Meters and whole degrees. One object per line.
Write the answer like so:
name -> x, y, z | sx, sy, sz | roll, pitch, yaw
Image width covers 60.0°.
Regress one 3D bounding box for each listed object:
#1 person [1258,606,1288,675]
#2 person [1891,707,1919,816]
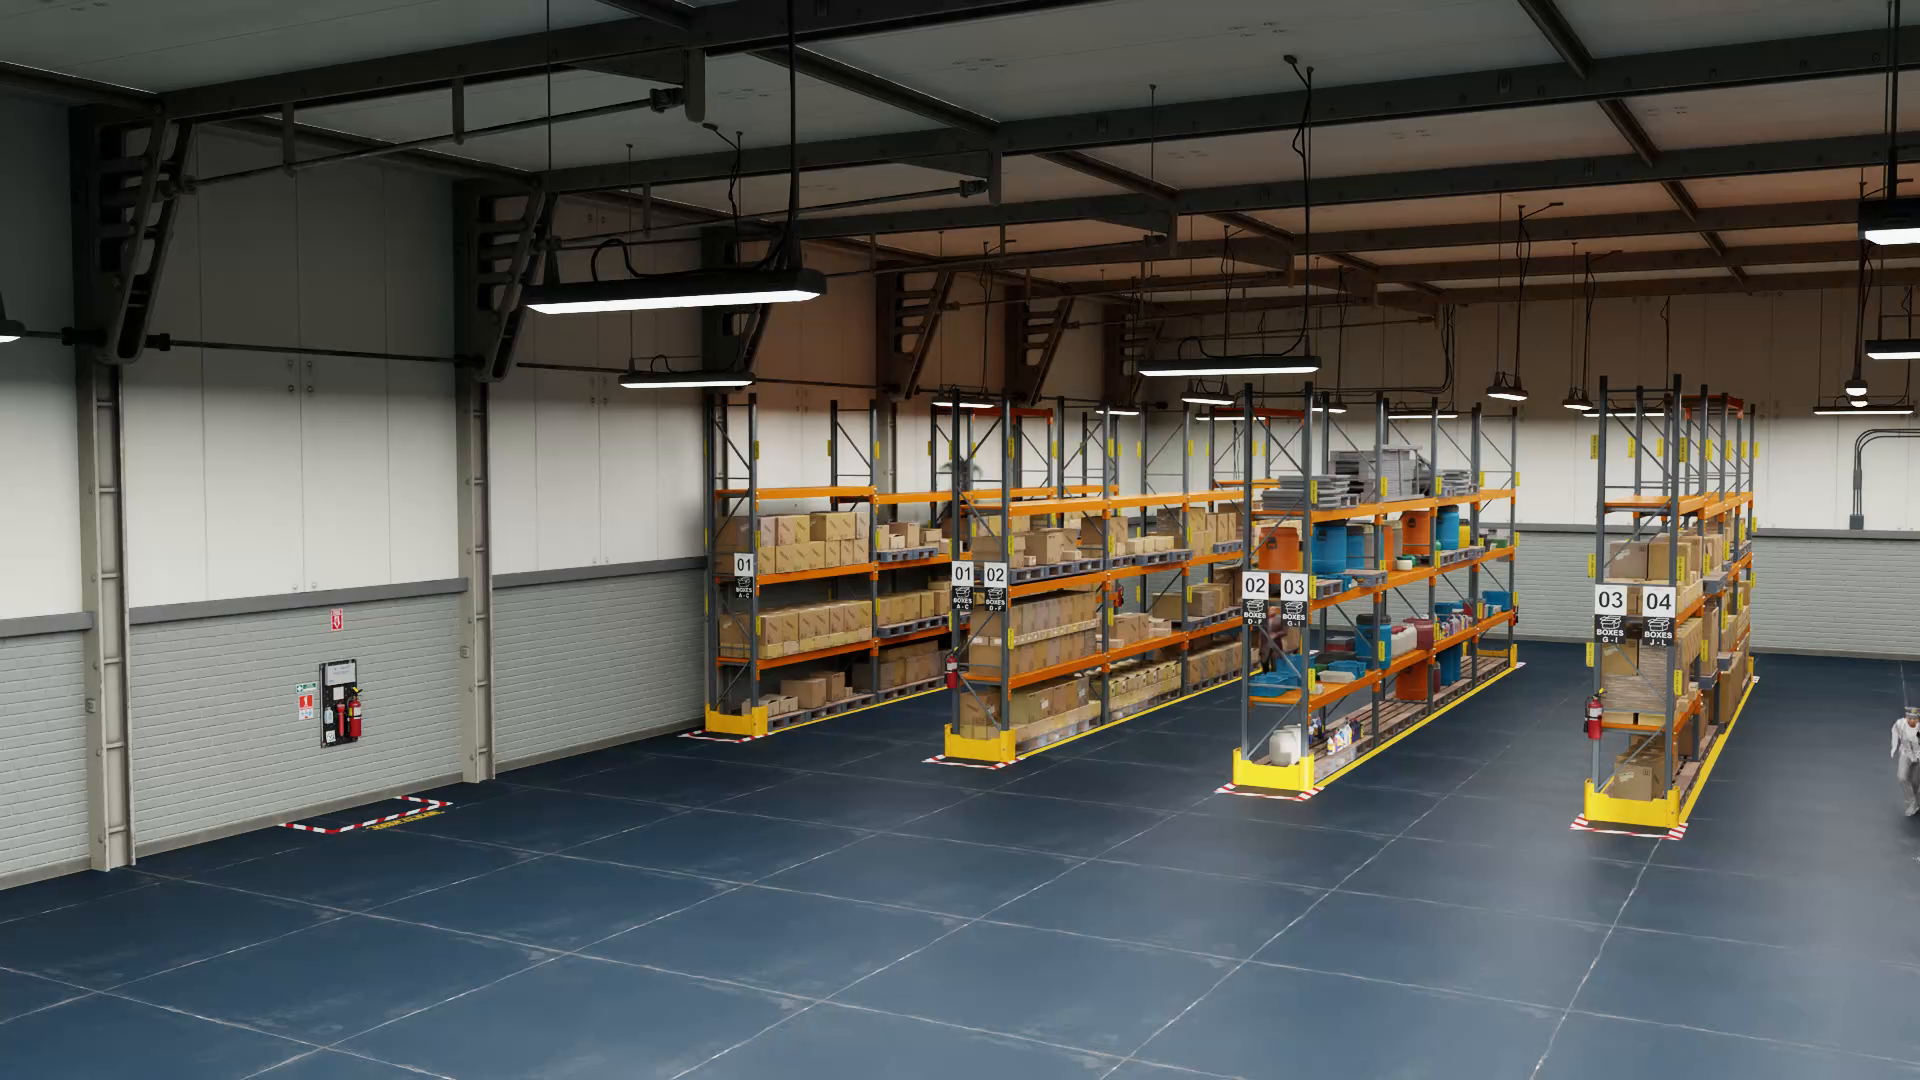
person -> 6.524, 2.238, 34.785 | 0.669, 1.770, 0.746 | 1, 3, 21
person -> 13.243, 3.016, 23.030 | 0.605, 1.512, 1.045 | 2, 4, 38
